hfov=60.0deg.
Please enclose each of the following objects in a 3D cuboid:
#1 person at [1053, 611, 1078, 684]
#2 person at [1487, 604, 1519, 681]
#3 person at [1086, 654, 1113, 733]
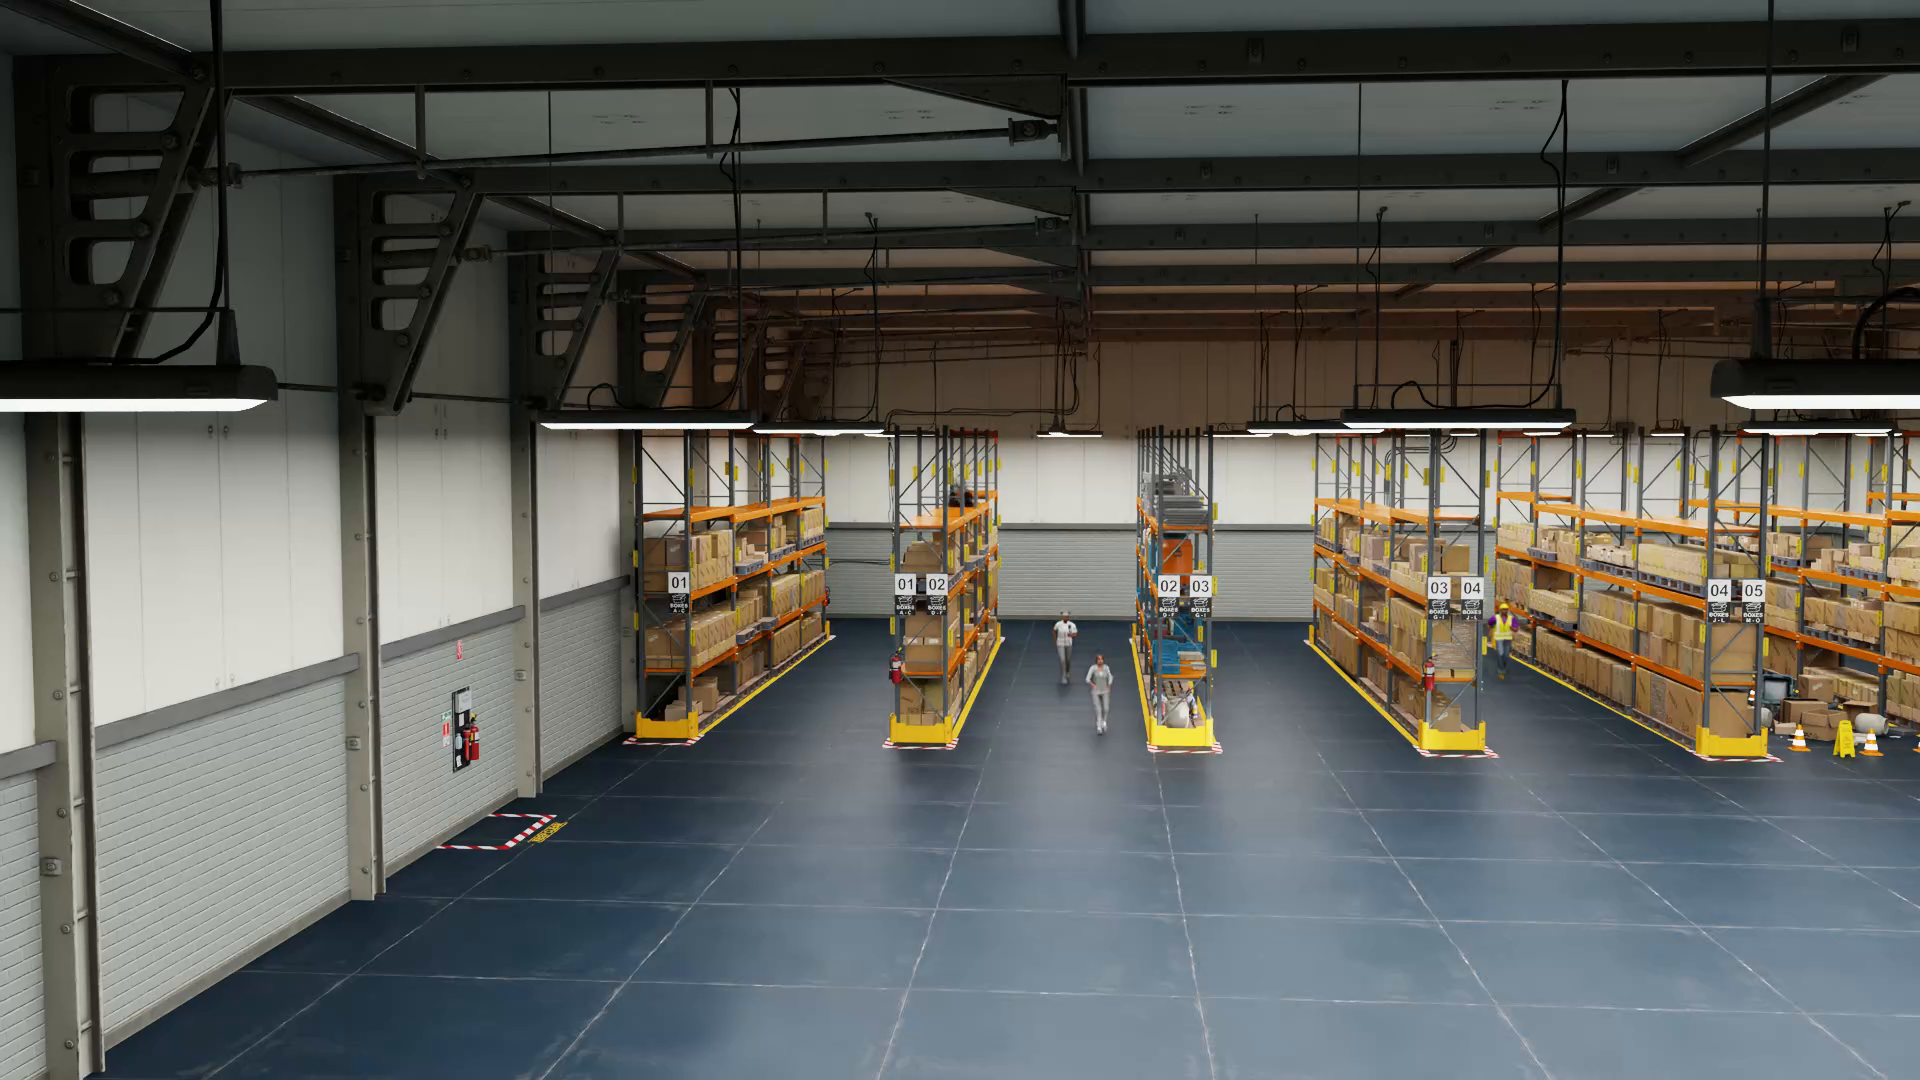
[{"bbox_3d":[2.485,2.495,39.211,0.567,1.697,0.915,0,3,0],"label":"person"},{"bbox_3d":[13.042,2.424,39.907,0.682,1.803,0.879,0,3,4],"label":"person"},{"bbox_3d":[2.722,2.999,32.365,0.538,1.550,0.536,0,3,-2],"label":"person"}]
